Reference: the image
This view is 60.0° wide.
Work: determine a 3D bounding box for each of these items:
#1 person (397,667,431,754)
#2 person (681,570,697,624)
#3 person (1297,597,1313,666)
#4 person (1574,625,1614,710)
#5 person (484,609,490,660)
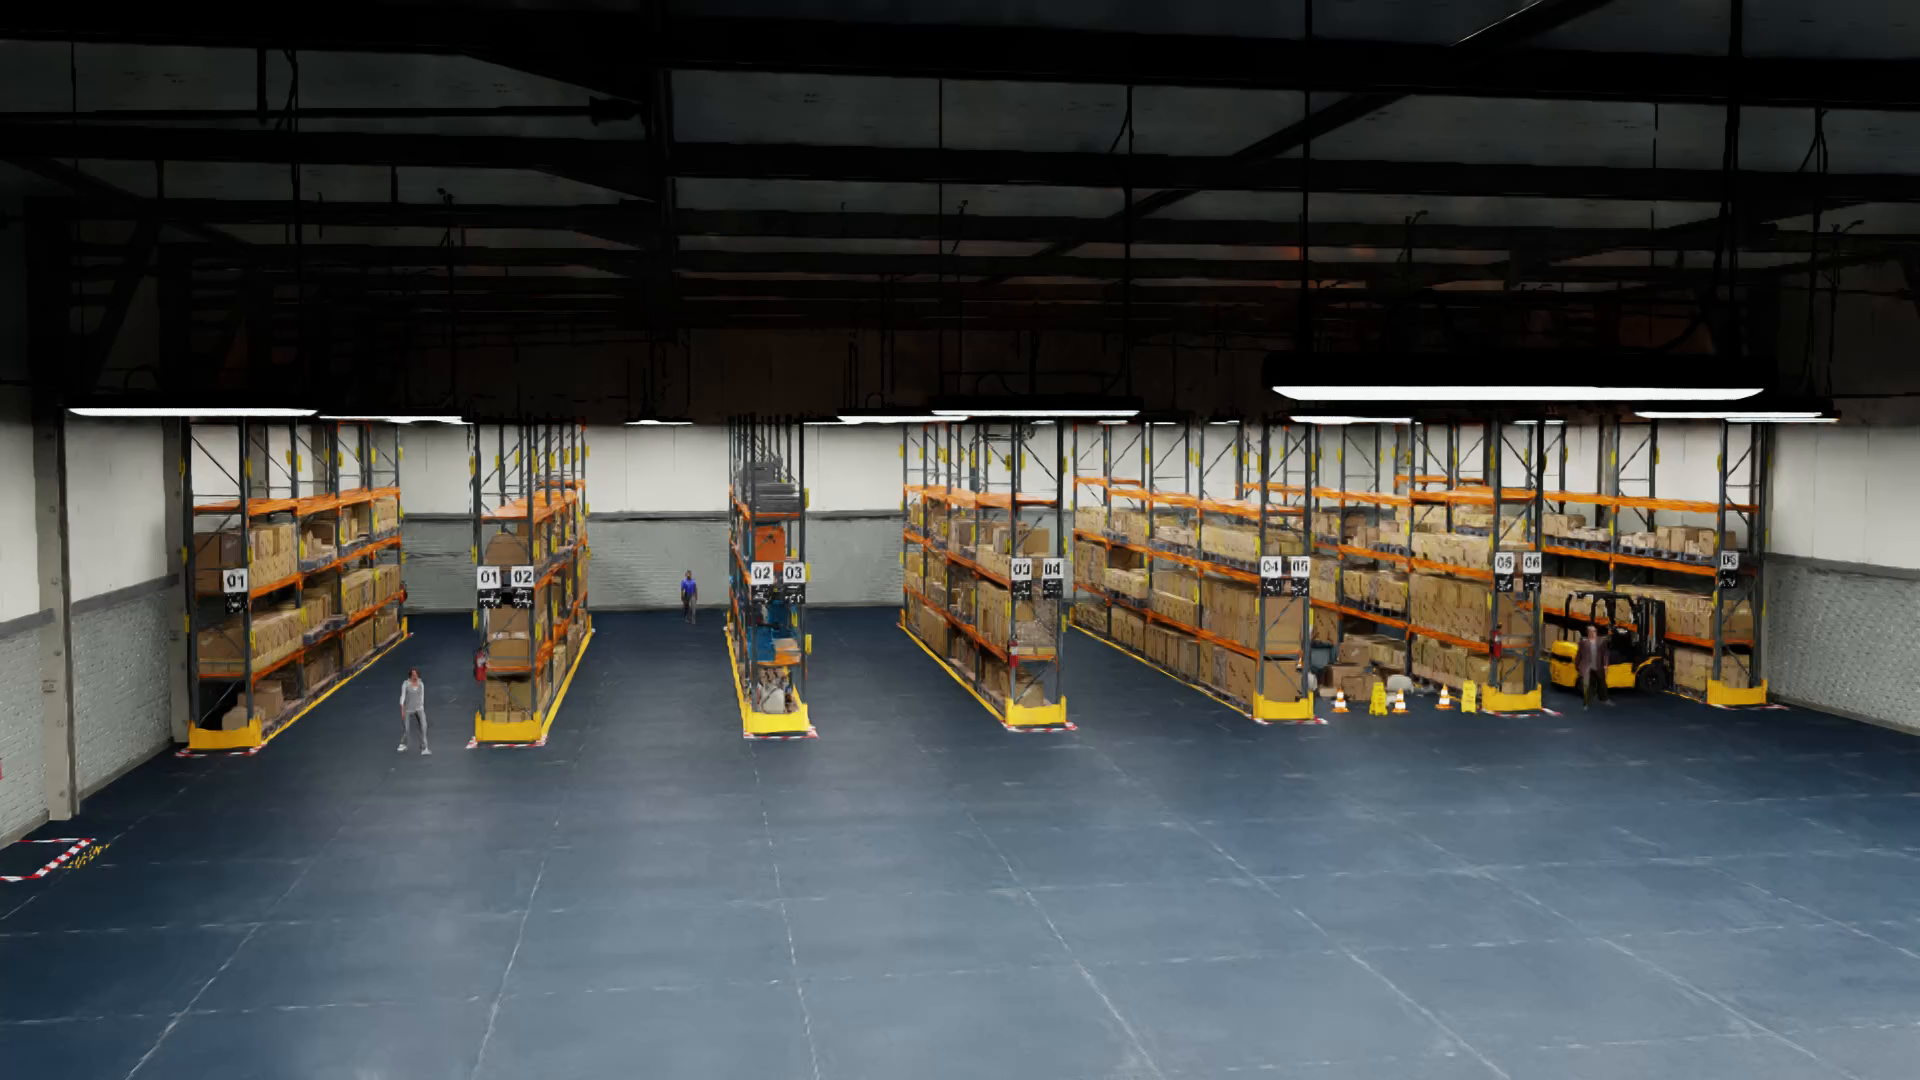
[{"bbox_3d":[-9.577,2.970,29.112,0.451,1.538,0.881,-3,5,-33],"label":"person"},{"bbox_3d":[-7.871,1.638,48.280,0.447,1.574,1.088,0,4,-6],"label":"person"},{"bbox_3d":[8.079,2.161,39.143,0.578,1.768,0.626,1,4,19],"label":"person"},{"bbox_3d":[12.917,2.560,33.742,0.814,1.728,0.832,0,4,5],"label":"person"},{"bbox_3d":[-11.612,2.091,40.959,0.528,1.669,0.565,1,4,10],"label":"person"}]
